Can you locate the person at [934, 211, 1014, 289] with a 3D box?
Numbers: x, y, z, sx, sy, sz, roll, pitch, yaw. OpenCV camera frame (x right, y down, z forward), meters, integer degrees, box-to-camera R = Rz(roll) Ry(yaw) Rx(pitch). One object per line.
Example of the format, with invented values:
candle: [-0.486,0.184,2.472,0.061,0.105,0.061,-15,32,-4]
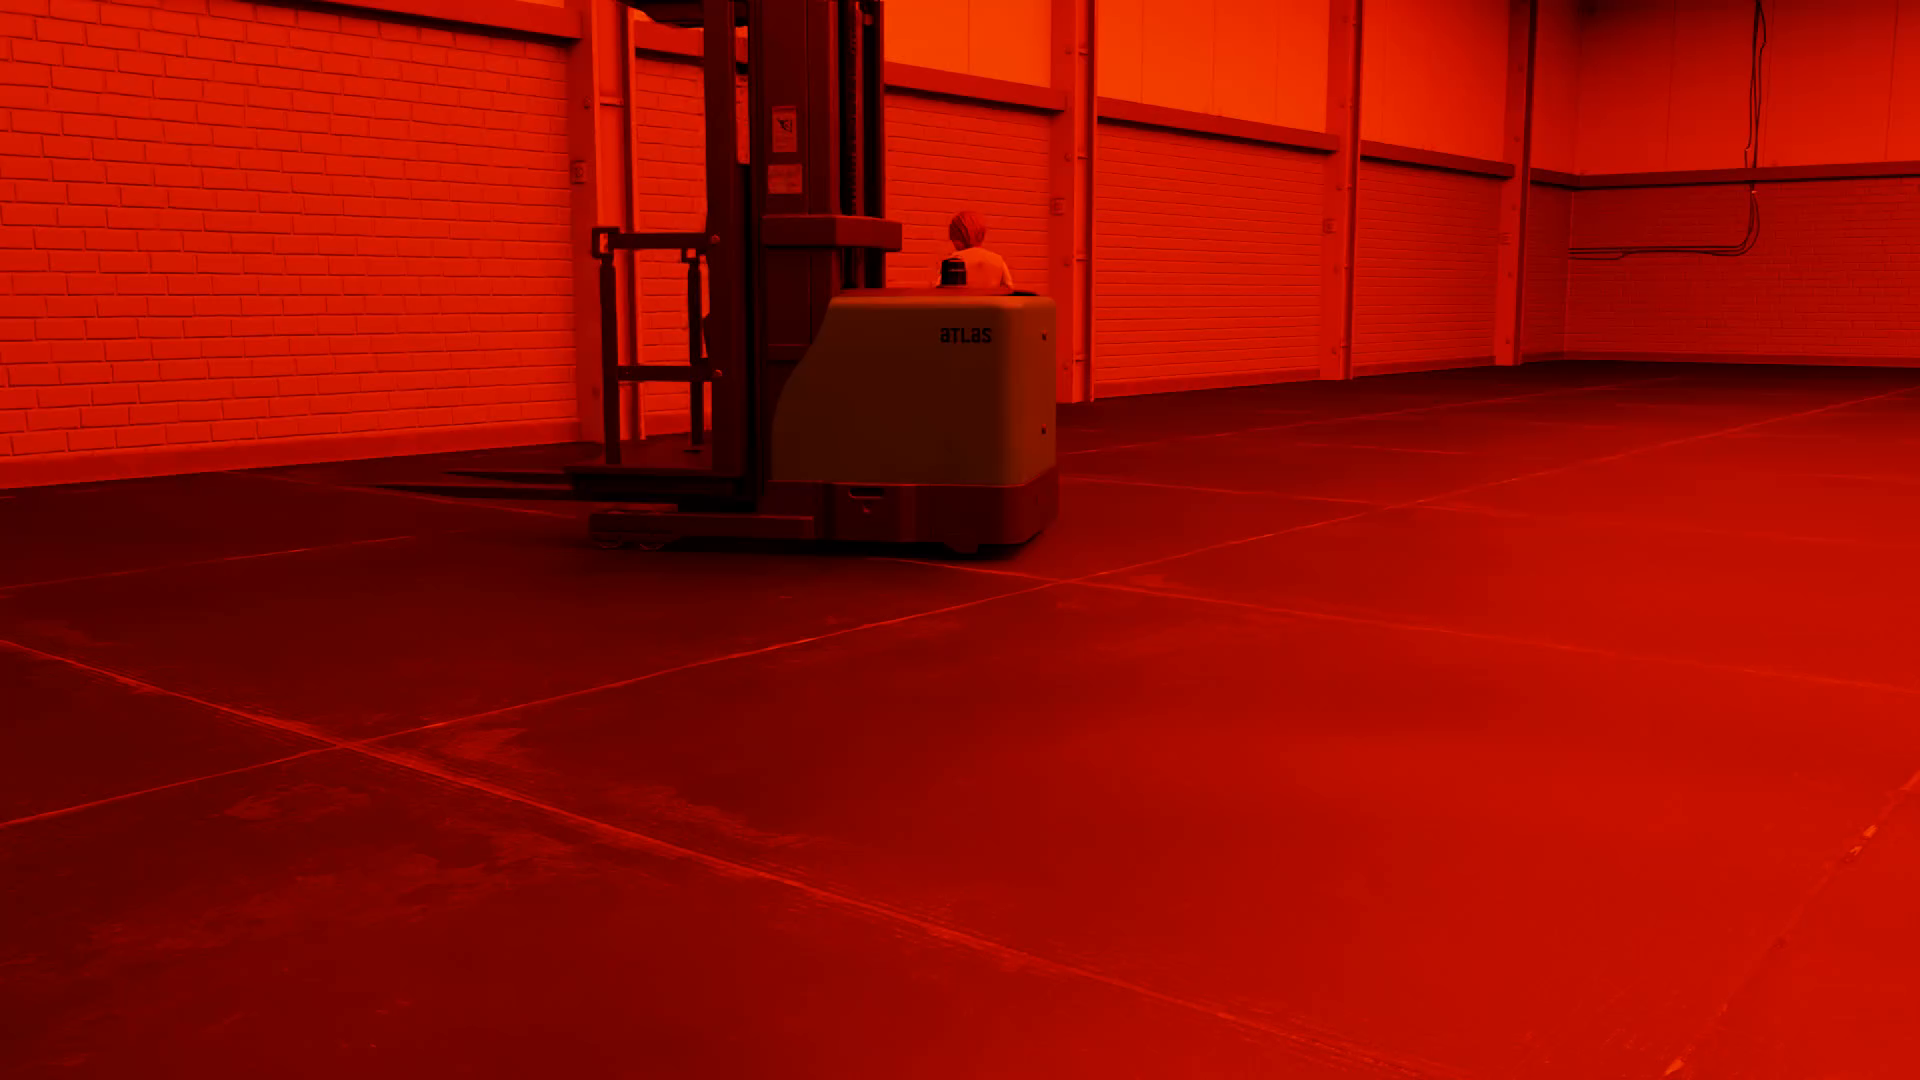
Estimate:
person: [0.019,-1.130,9.778,0.647,1.560,0.425,-2,9,-13]

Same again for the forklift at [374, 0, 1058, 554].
forklift: [-1.119,-1.478,7.383,3.031,2.935,1.130,2,9,12]
